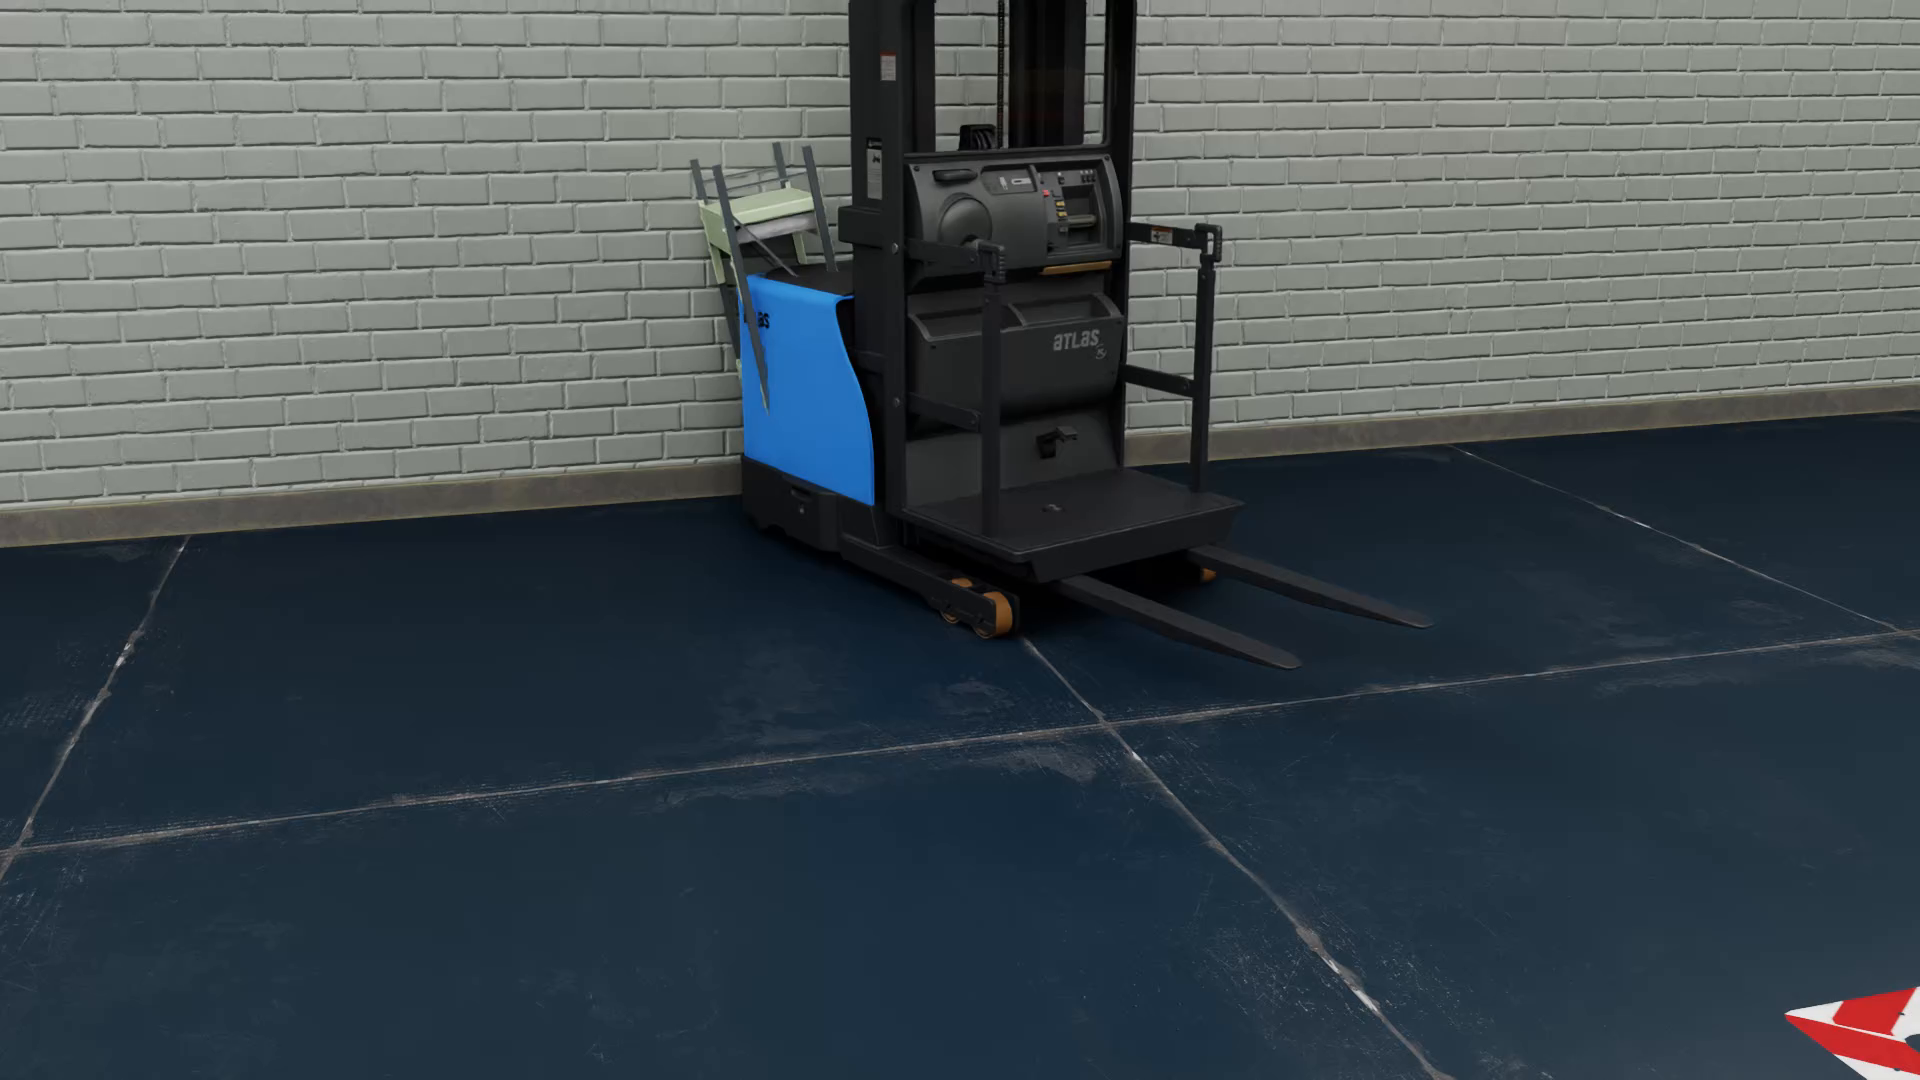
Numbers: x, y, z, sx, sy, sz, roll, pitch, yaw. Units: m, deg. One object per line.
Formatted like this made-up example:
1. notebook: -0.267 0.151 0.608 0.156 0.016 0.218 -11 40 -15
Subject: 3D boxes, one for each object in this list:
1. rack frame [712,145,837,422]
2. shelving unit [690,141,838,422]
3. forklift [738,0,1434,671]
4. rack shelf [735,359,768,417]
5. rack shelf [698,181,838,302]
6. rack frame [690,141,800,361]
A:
1. rack frame: -0.645 -0.814 6.780 0.400 1.500 0.023 -15 18 -12
2. shelving unit: -0.744 -0.903 7.121 0.431 1.500 0.755 -15 18 -12
3. forklift: 0.344 -1.217 5.908 1.130 2.935 3.031 -12 20 -35
4. rack shelf: -0.684 -0.598 7.218 0.431 0.370 0.720 -15 18 -12
5. rack shelf: -0.815 -1.269 7.004 0.431 0.370 0.720 -15 18 -12
6. rack frame: -0.842 -0.993 7.461 0.400 1.500 0.023 -15 18 -12
